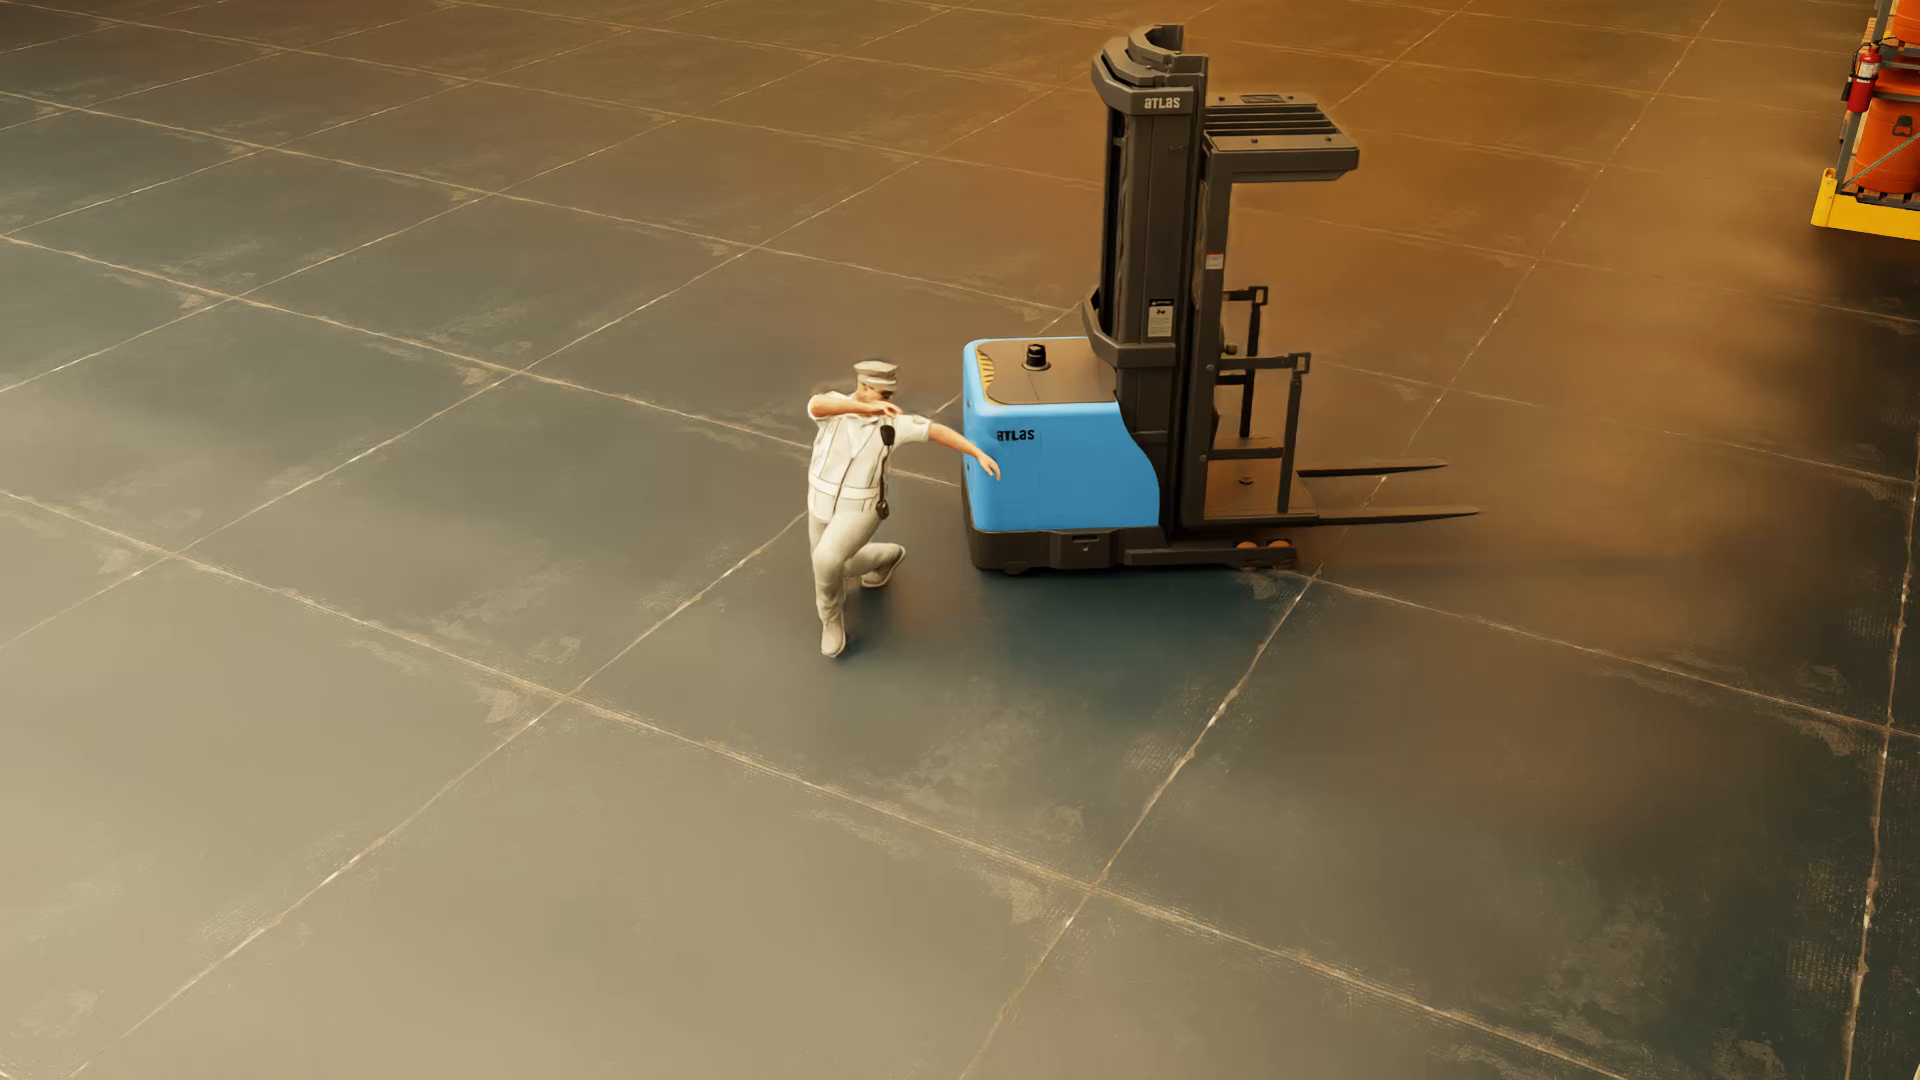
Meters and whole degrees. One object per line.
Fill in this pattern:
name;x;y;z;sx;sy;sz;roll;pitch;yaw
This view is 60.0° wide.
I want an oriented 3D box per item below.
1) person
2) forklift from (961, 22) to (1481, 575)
person;-0.359;-0.186;8.891;0.984;1.474;0.956;10;31;17
forklift;1.550;-1.353;9.414;3.031;2.935;1.130;-2;30;-4
